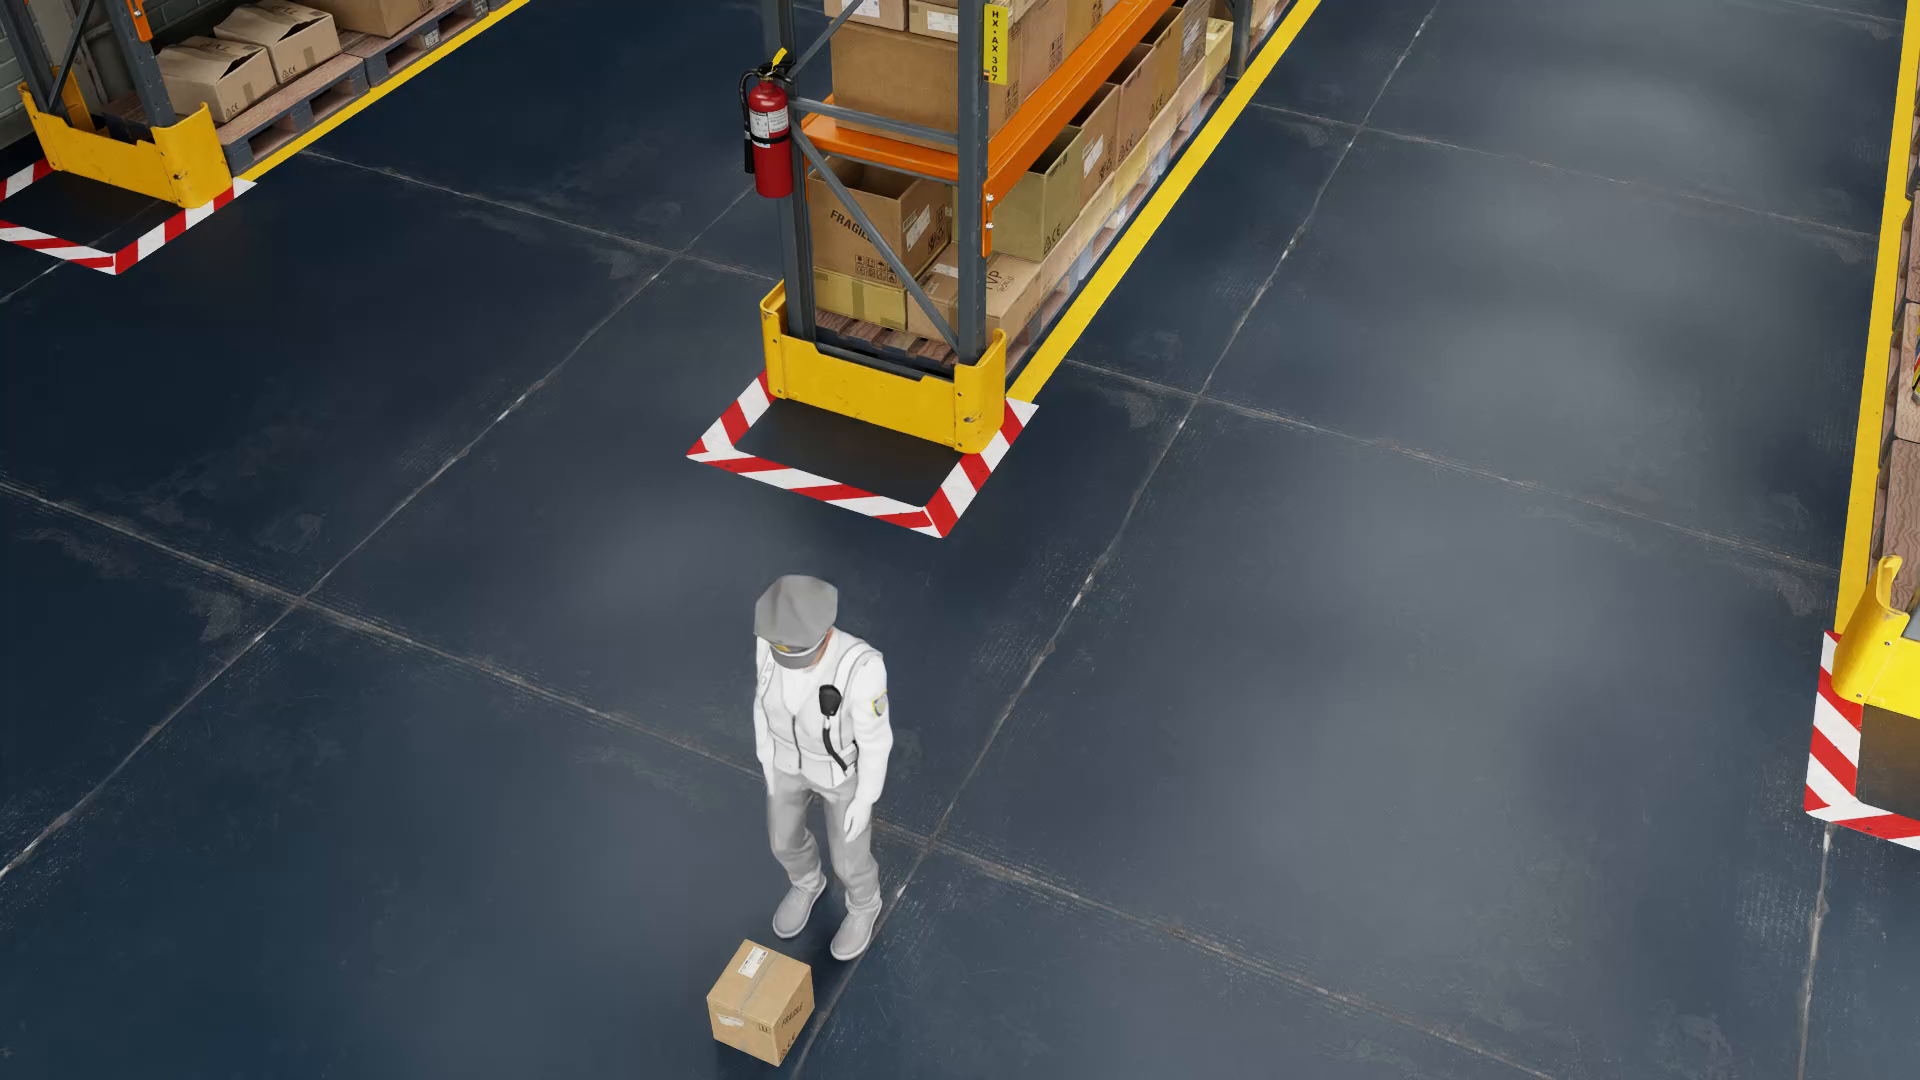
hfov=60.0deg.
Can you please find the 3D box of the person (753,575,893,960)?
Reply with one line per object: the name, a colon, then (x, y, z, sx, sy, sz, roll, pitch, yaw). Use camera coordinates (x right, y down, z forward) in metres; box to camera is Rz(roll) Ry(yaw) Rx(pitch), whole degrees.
person: (-0.440, 0.747, 5.356, 0.485, 1.652, 0.381, 18, 45, 19)
